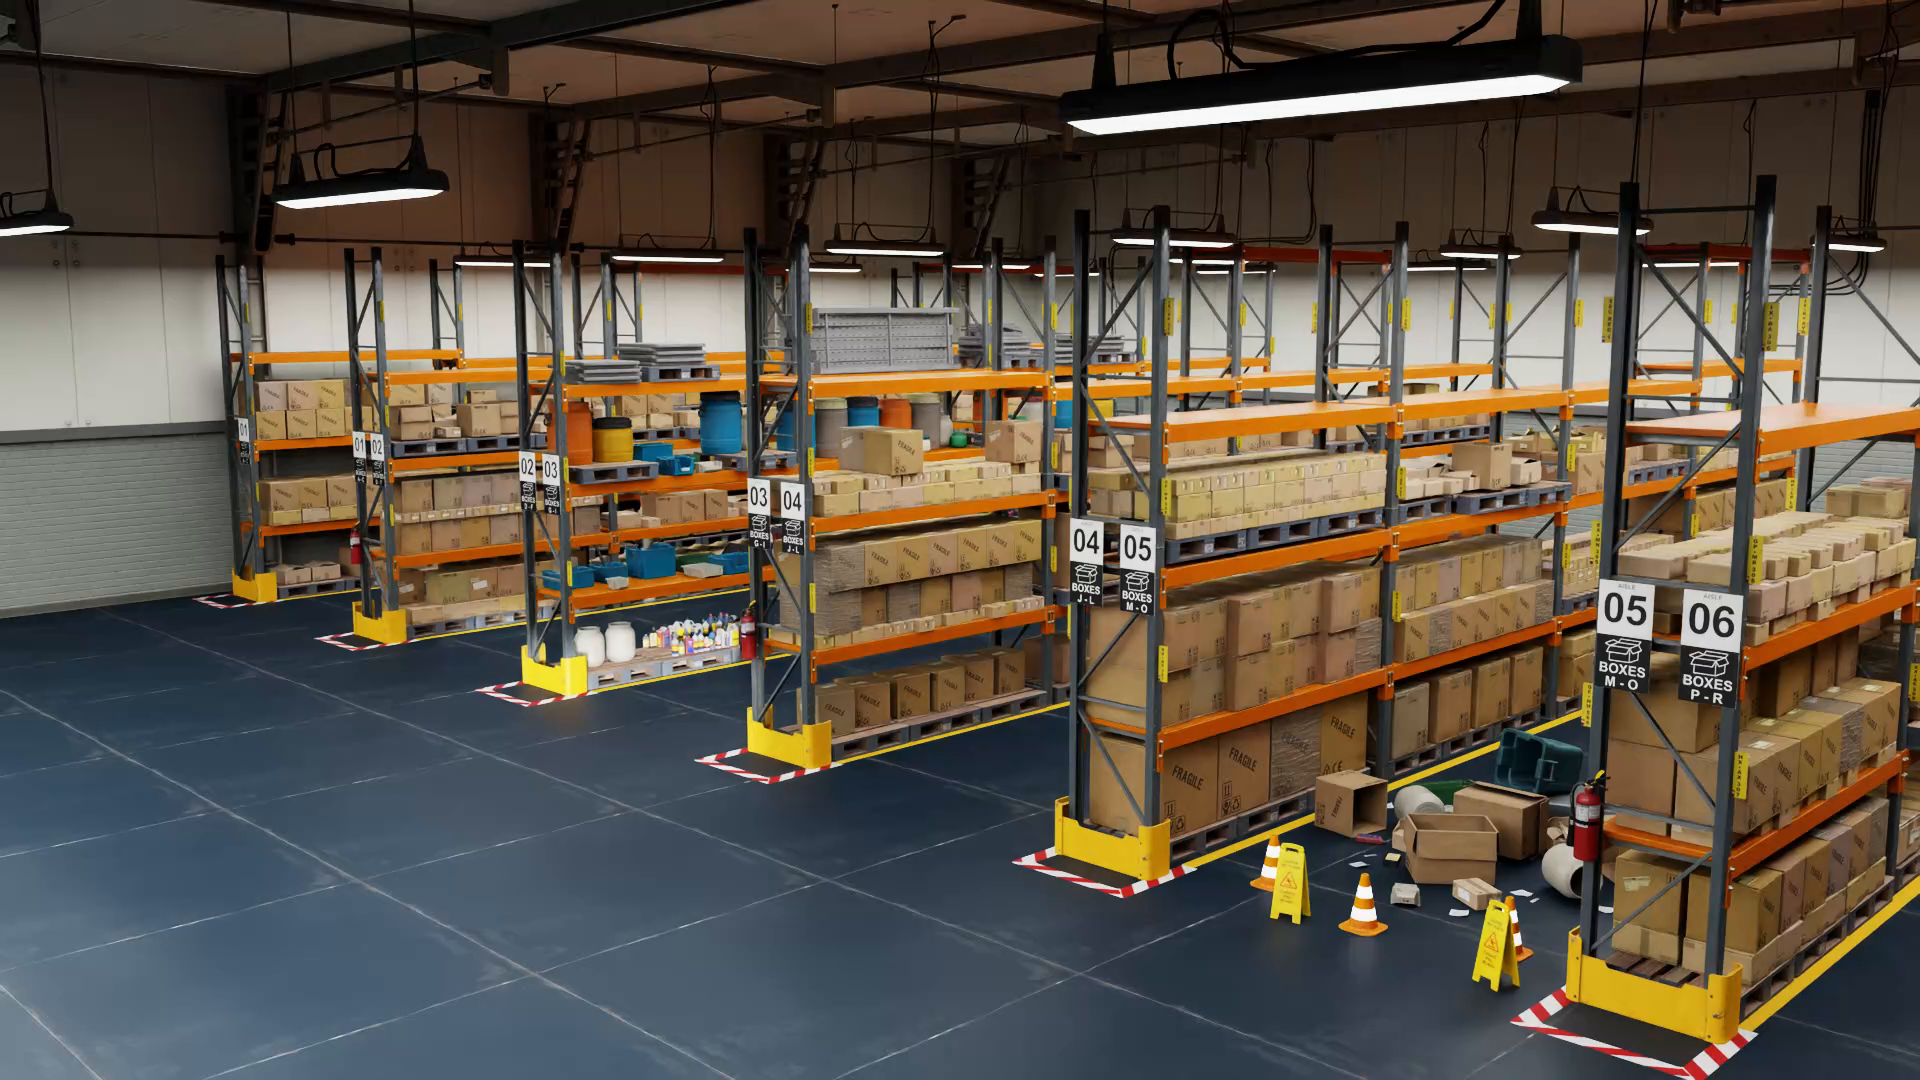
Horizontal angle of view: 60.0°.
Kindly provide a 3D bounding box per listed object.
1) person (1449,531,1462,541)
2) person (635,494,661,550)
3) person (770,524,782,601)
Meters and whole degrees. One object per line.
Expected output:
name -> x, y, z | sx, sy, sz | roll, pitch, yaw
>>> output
person -> 7.940, 0.608, 26.664 | 0.397, 1.540, 0.972 | 7, 11, 42
person -> -5.892, -0.059, 31.163 | 0.436, 1.620, 0.952 | 6, 10, 35
person -> -3.304, 0.226, 28.900 | 0.554, 1.771, 0.726 | 3, 9, 19
